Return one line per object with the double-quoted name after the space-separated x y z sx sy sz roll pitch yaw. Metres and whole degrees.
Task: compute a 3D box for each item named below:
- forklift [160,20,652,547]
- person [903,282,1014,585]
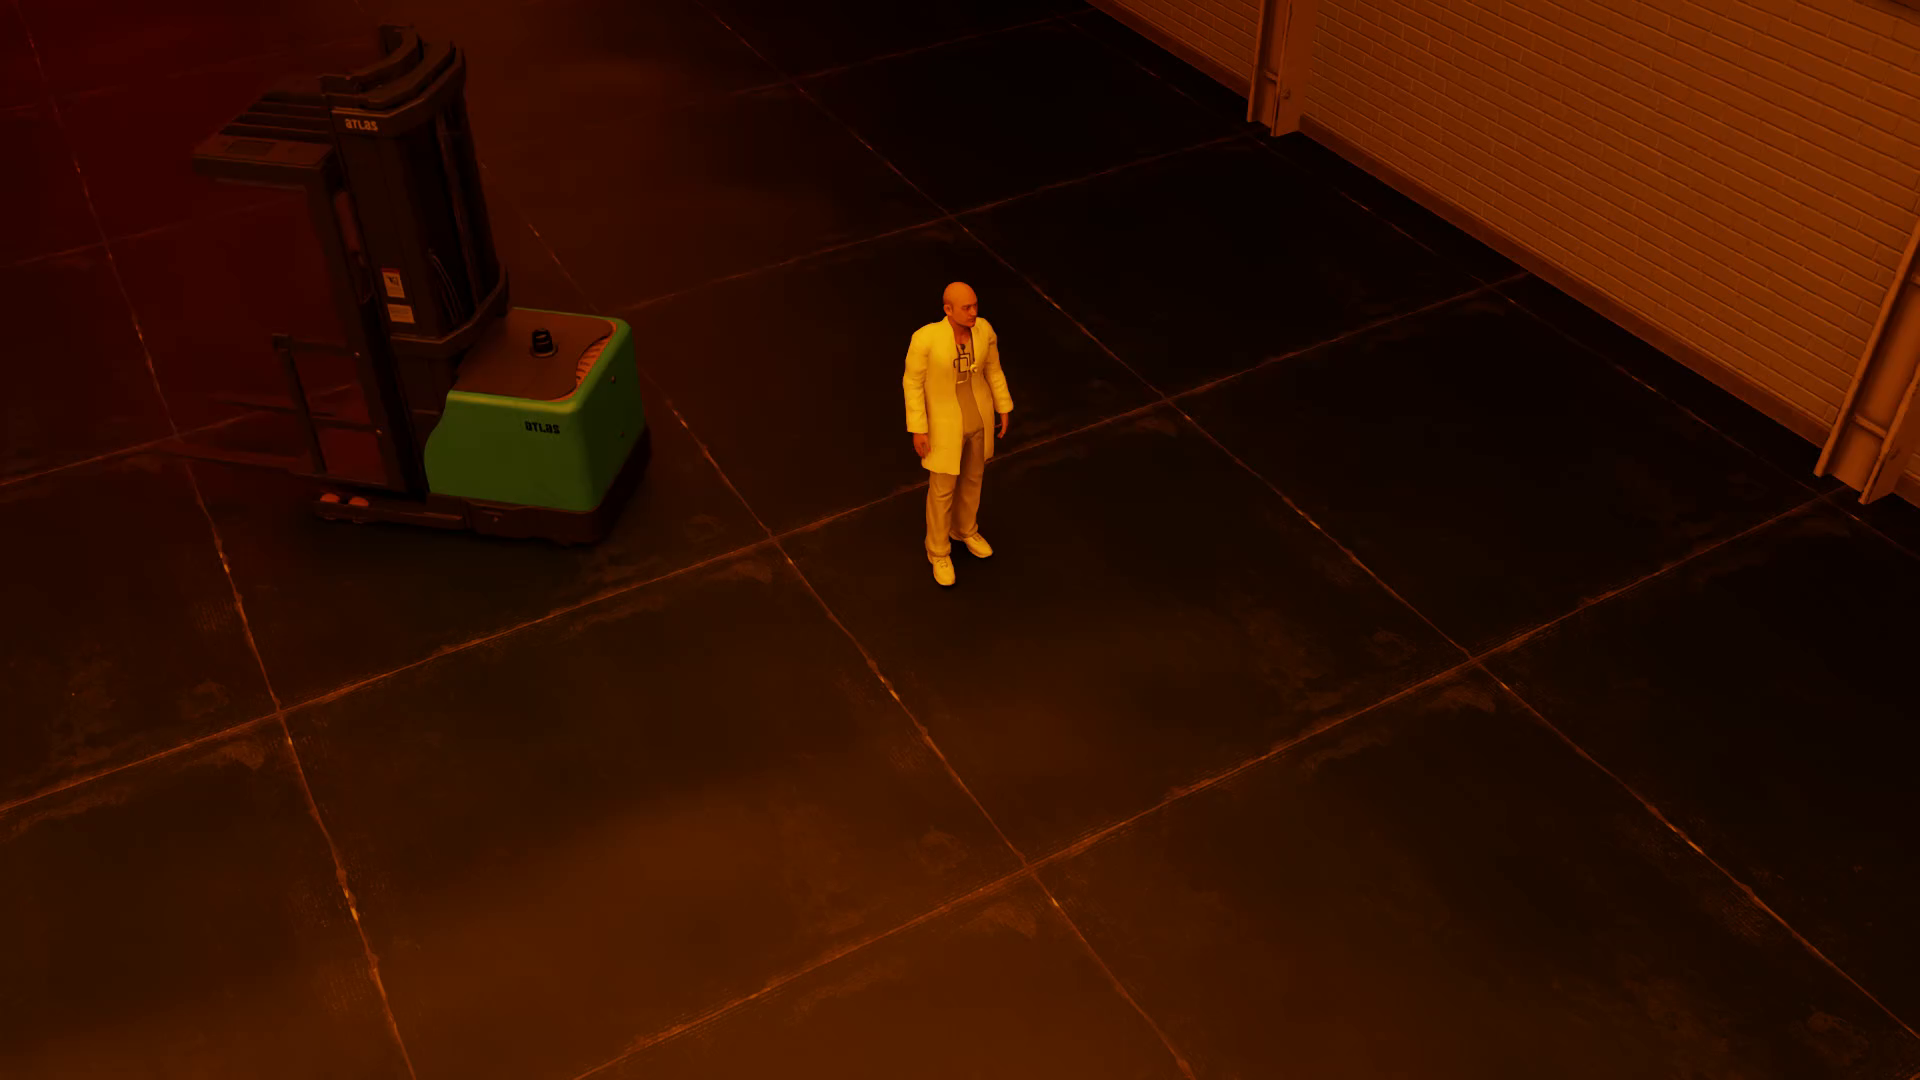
-3.590 -1.554 9.910 3.031 2.935 1.130 7 40 9 "forklift"
0.041 -0.638 9.698 0.696 1.775 0.581 -20 44 -23 "person"
